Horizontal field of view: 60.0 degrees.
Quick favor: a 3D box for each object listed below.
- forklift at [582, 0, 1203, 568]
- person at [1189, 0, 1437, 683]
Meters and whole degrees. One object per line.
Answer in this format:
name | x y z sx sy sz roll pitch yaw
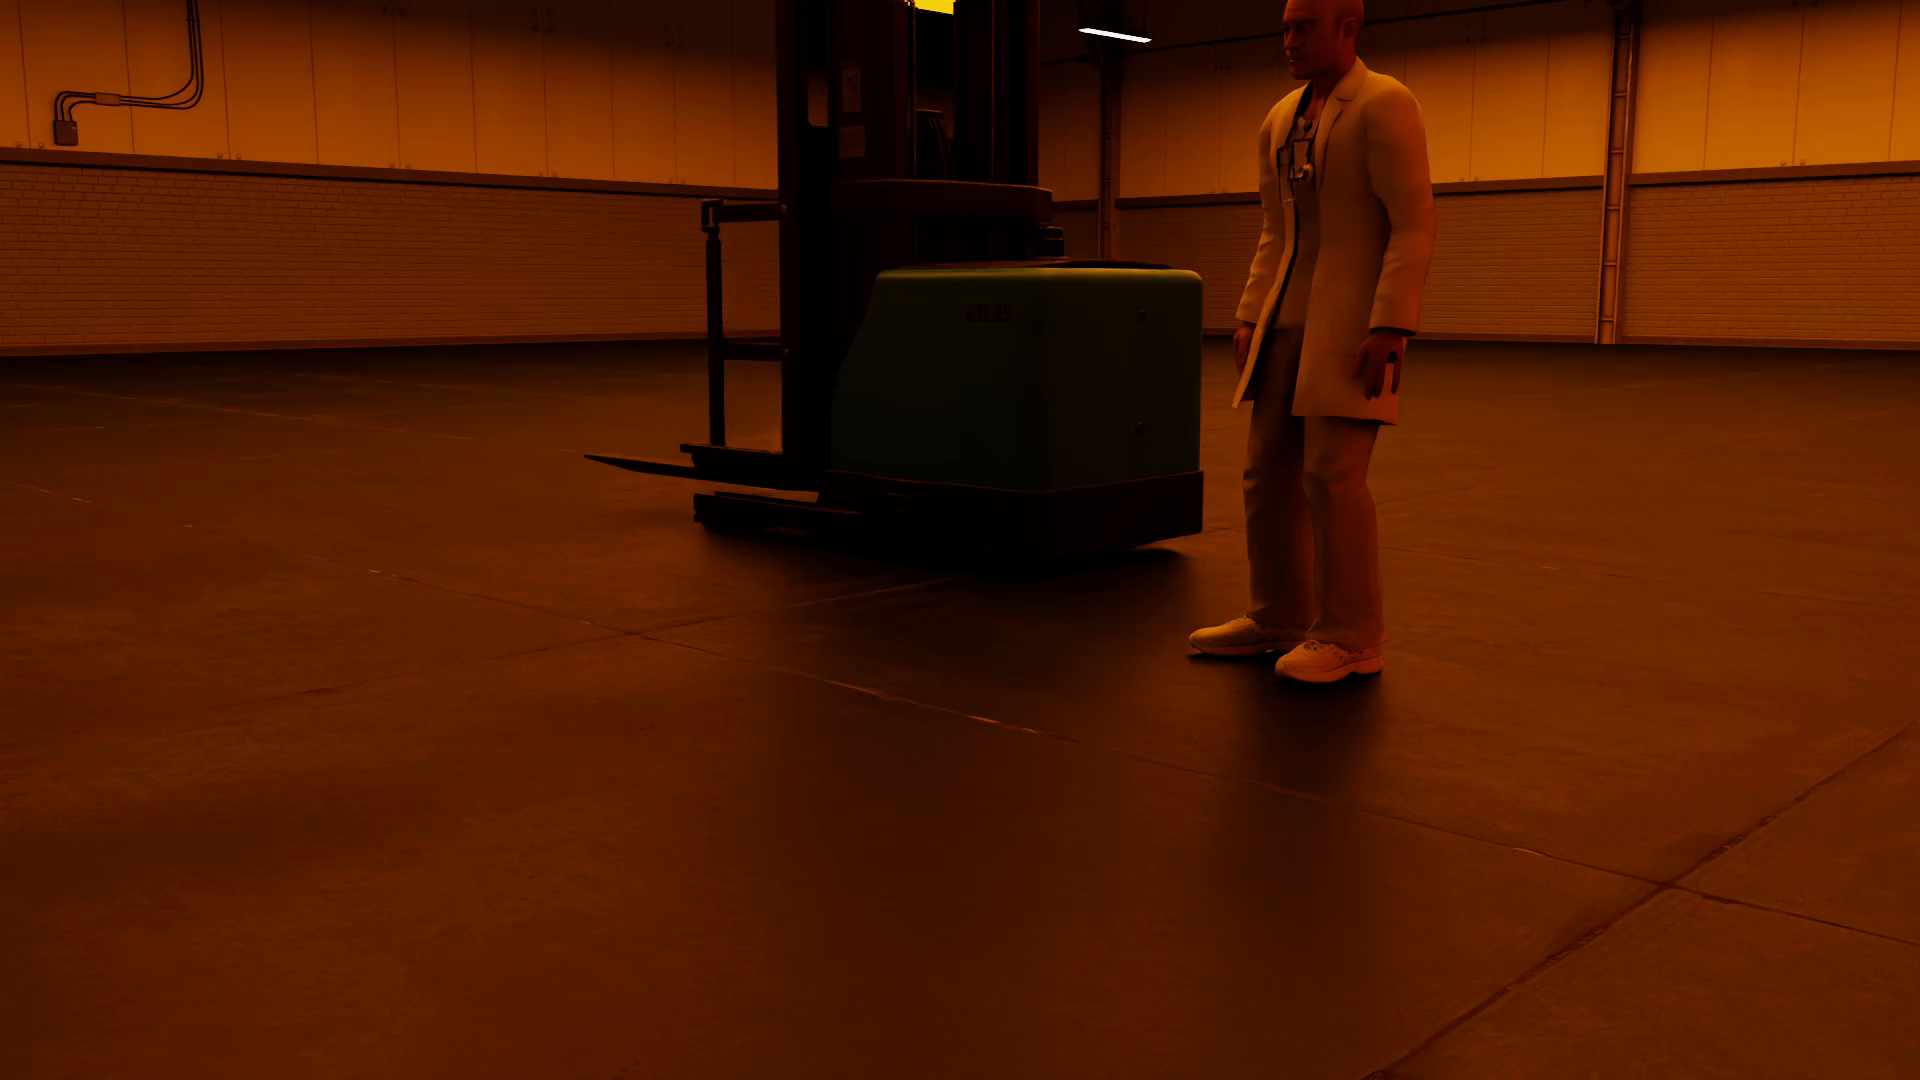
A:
forklift | -0.474 -1.513 6.922 3.031 2.935 1.130 8 12 43
person | 0.940 -0.534 4.313 0.431 1.772 0.648 -4 10 -27
